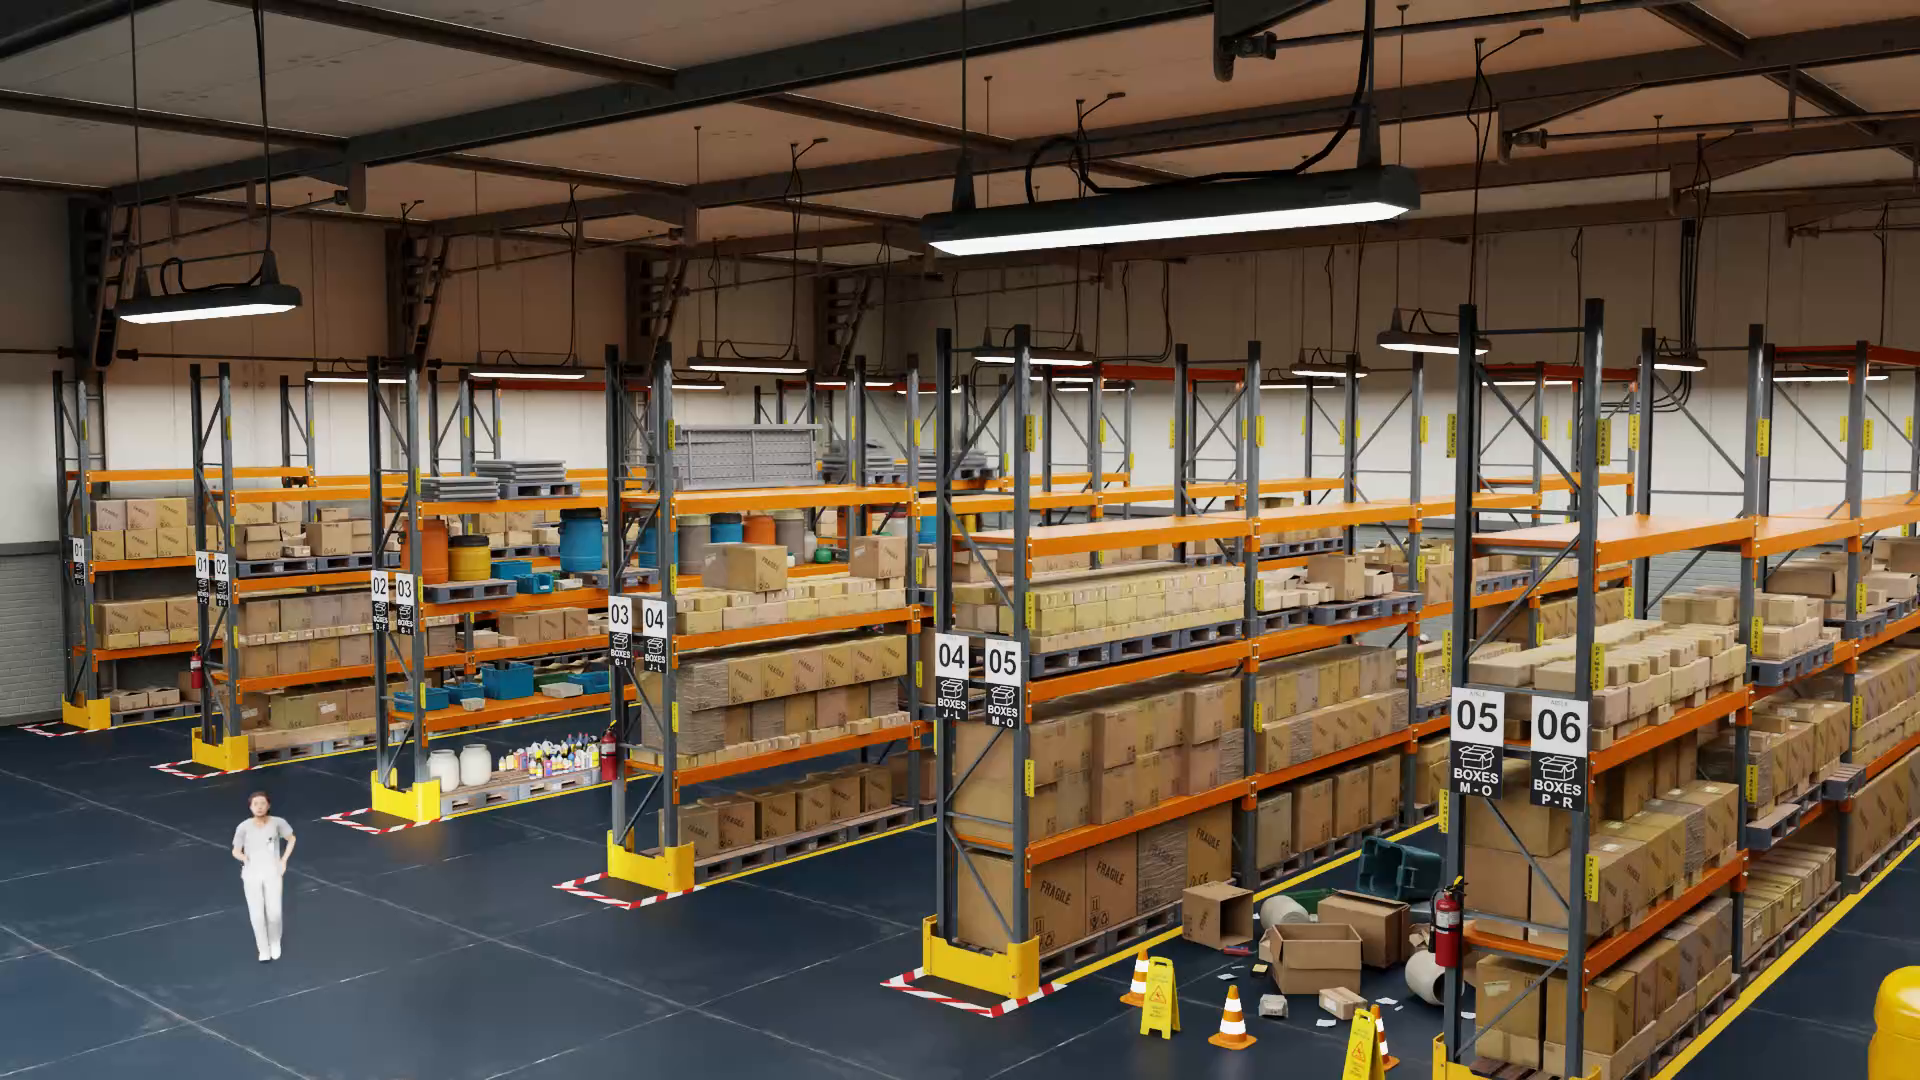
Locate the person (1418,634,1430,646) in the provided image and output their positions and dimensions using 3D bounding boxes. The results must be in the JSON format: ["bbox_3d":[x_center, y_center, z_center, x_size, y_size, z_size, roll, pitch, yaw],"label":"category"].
[{"bbox_3d":[7.434,2.380,26.565,0.688,1.773,0.840,4,6,43],"label":"person"}]

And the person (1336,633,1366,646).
[{"bbox_3d":[6.431,2.294,27.487,0.623,1.759,0.653,3,5,33],"label":"person"}]

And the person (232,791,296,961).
[{"bbox_3d":[-6.590,3.197,15.738,0.552,1.628,0.571,-1,4,-18],"label":"person"}]
